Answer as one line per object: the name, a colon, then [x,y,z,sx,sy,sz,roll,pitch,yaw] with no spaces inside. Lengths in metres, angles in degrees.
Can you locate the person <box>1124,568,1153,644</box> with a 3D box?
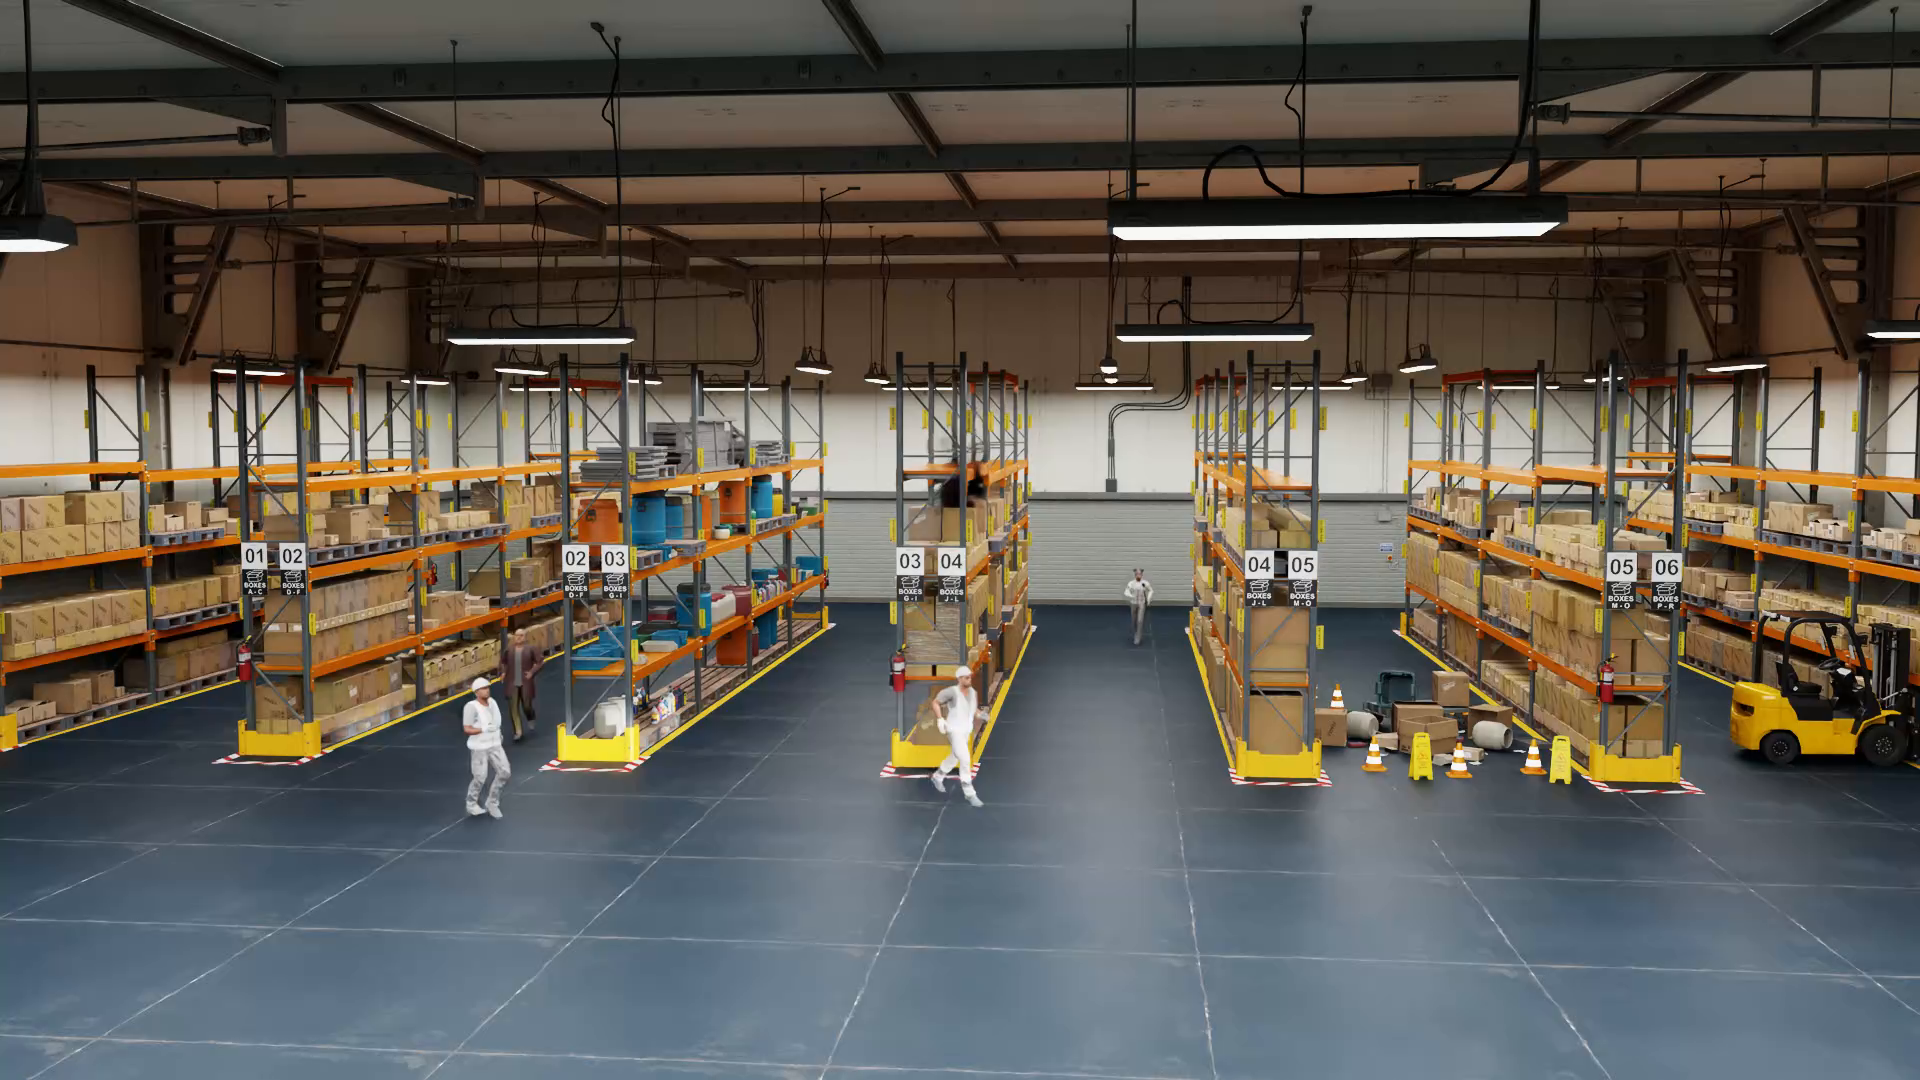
person: [4.032,1.469,37.596,0.624,1.687,0.833,1,4,15]

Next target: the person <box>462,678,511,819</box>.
person: [-5.943,2.632,20.911,0.680,1.807,0.659,3,5,33]

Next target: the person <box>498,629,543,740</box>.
person: [-6.954,2.267,26.298,0.713,1.730,0.754,0,4,-3]

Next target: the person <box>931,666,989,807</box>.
person: [-0.038,2.546,21.943,0.990,1.798,0.603,3,5,40]
